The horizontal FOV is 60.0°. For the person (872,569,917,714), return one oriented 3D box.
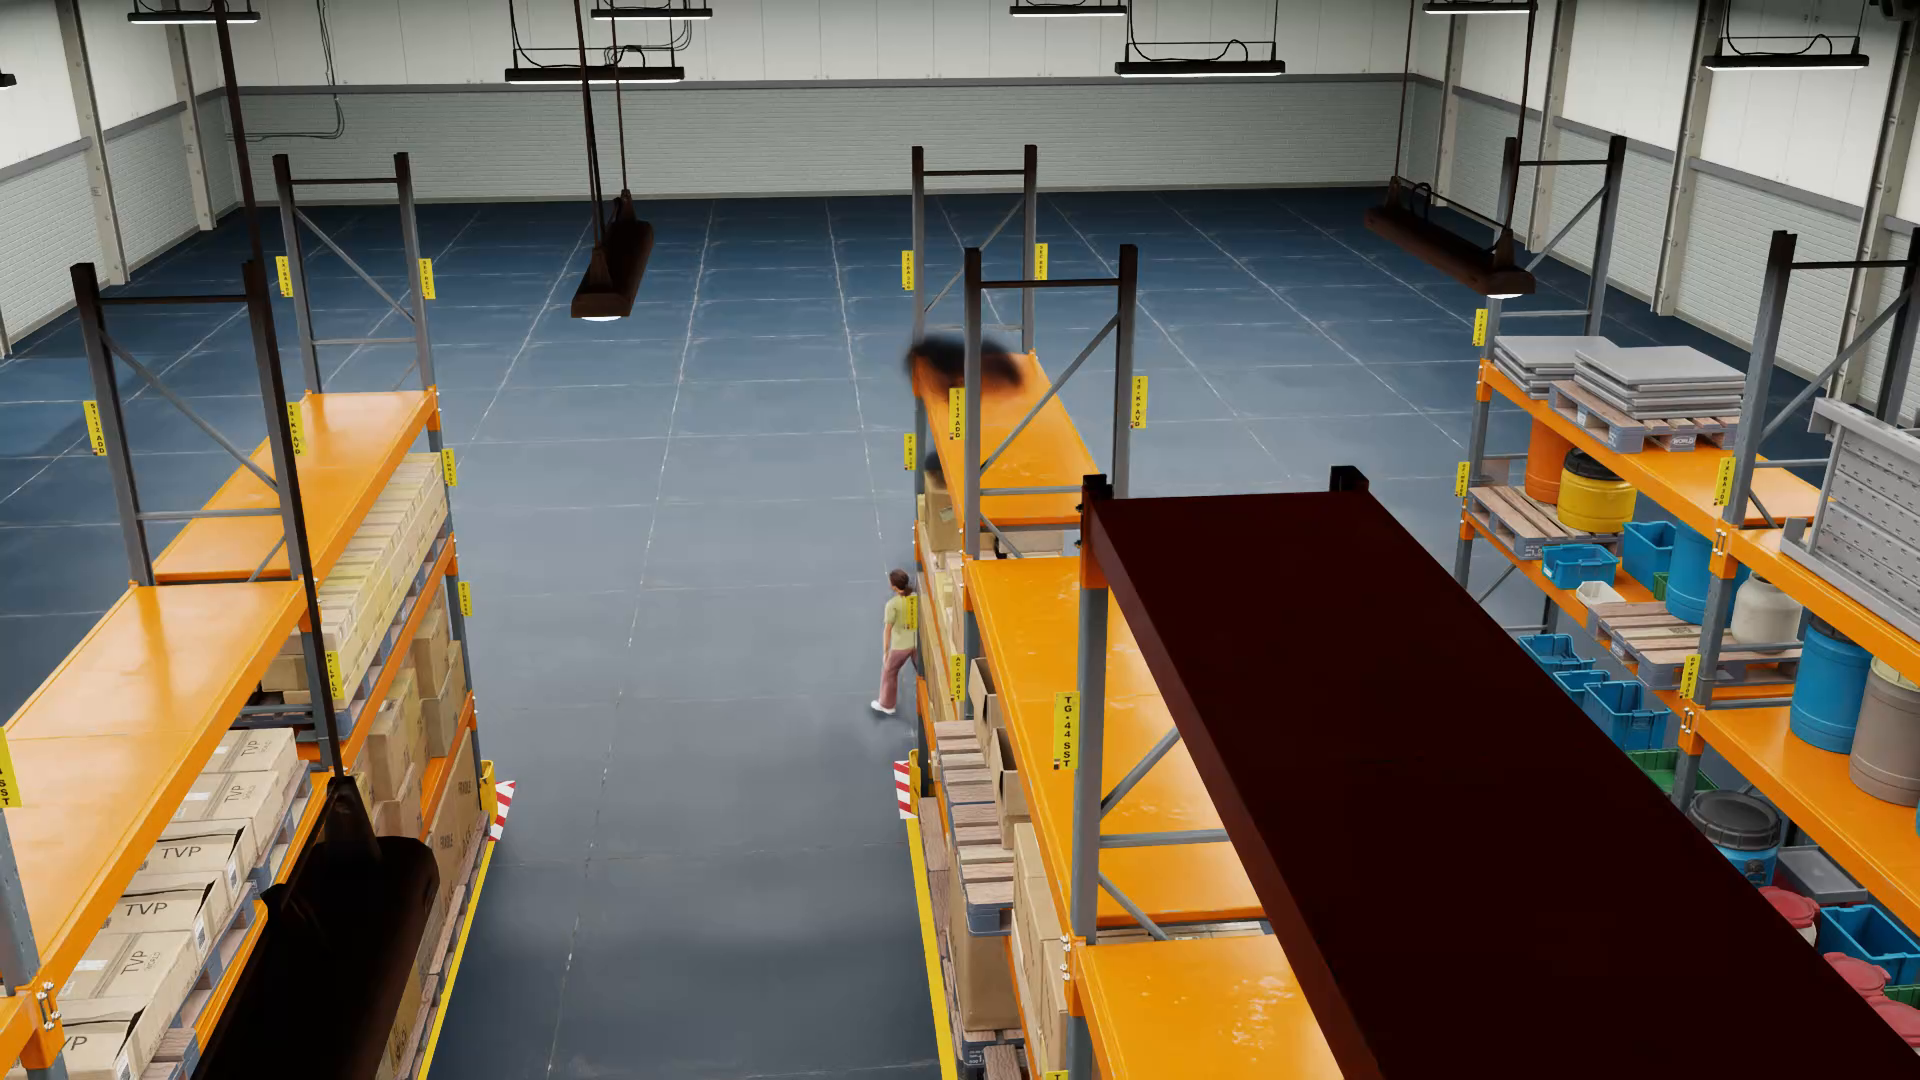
[{"bbox_3d":[-0.530,1.066,16.743,0.616,1.625,0.881,-13,25,-29],"label":"person"}]
